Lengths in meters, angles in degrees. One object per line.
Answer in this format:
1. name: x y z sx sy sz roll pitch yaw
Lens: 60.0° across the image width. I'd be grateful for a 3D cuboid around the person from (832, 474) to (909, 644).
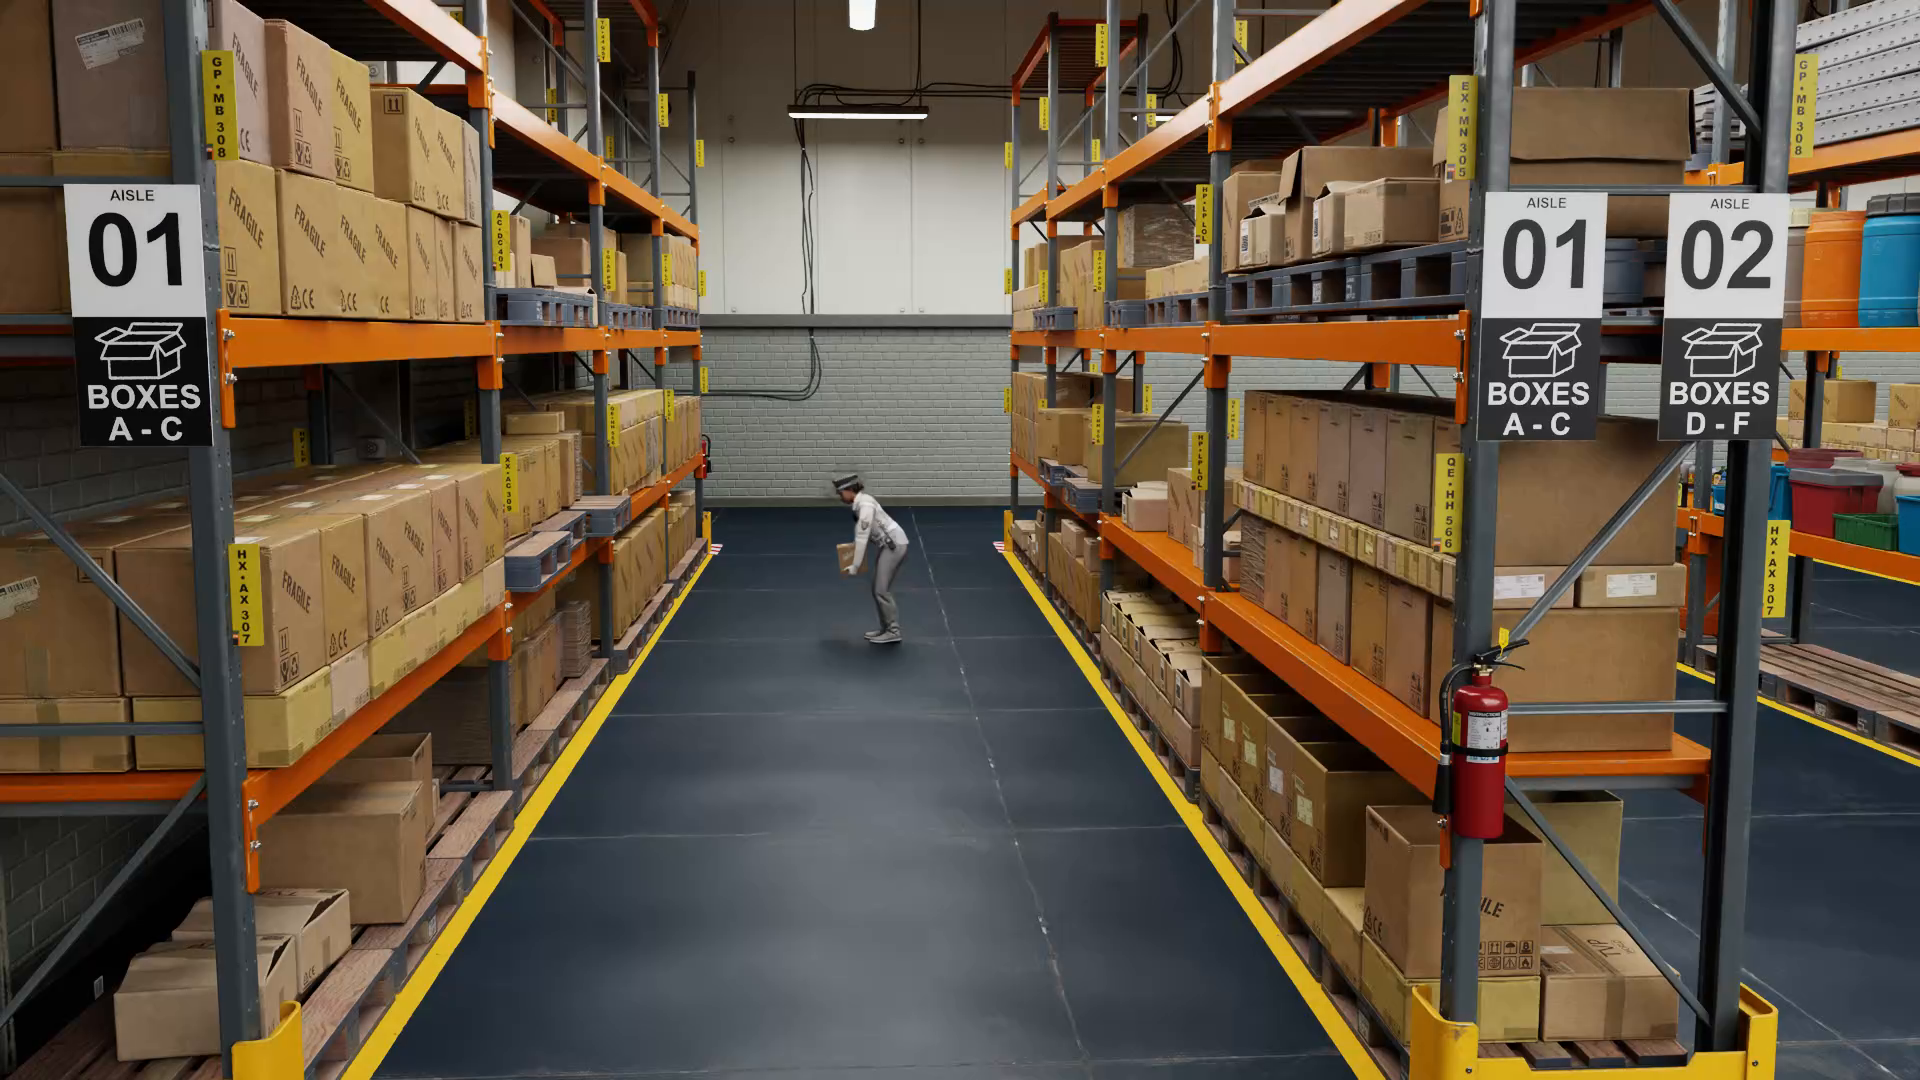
1. person: -0.806 0.161 15.017 0.695 1.530 0.406 -1 7 -5
